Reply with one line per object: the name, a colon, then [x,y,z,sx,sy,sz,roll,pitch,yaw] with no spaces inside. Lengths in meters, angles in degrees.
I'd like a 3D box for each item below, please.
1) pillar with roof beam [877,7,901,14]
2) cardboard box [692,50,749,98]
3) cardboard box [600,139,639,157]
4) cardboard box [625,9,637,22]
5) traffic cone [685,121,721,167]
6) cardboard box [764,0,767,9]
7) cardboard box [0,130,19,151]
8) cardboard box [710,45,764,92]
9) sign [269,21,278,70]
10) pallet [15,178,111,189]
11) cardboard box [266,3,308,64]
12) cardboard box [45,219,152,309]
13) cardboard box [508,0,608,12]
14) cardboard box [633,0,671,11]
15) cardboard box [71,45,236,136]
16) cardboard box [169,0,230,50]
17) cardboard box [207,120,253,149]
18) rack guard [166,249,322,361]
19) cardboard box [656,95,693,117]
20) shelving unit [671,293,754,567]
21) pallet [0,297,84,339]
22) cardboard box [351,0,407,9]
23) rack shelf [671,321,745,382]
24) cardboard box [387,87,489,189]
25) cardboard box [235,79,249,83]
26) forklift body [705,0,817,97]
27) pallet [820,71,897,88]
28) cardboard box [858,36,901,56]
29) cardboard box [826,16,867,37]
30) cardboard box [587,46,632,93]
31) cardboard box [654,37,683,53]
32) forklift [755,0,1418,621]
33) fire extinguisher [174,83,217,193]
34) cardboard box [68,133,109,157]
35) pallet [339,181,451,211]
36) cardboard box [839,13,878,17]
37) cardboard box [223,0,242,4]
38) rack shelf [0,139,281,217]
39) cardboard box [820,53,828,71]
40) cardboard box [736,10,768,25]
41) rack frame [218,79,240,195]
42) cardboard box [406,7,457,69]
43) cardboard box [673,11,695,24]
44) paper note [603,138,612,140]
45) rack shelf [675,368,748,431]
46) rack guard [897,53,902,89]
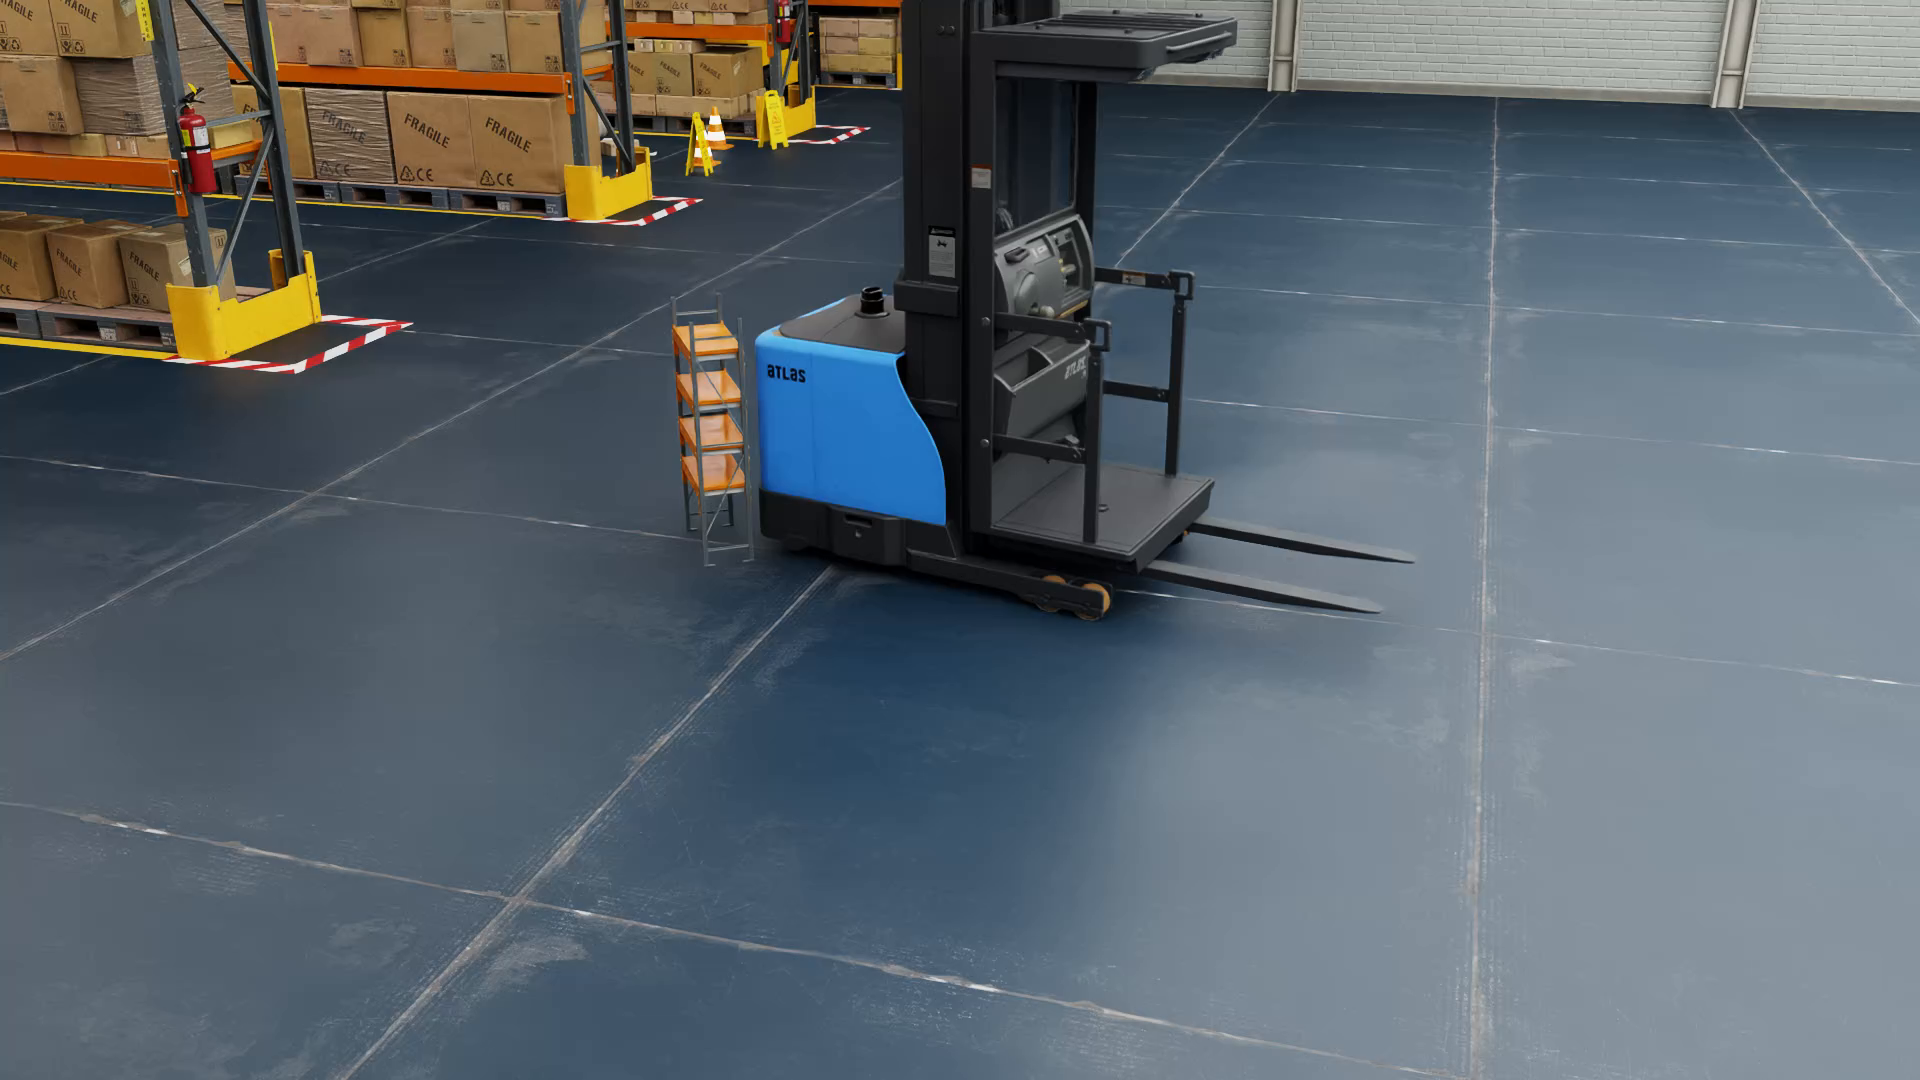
pillar with roof beam: [-2.283,-9.830,20.377,0.400,9.000,9.100,7,23,16]
cardboard box: [-2.906,-5.673,20.229,0.500,0.500,0.500,7,23,16]
cardboard box: [-3.901,-4.502,19.048,0.380,0.149,0.250,-20,29,-39]
cardboard box: [-3.941,-6.433,20.330,0.250,0.149,0.380,7,23,16]
traffic cone: [-2.843,-4.375,18.326,0.334,0.463,0.336,7,23,16]
cardboard box: [-2.437,-6.747,20.243,0.500,0.500,0.500,6,23,15]
cardboard box: [-6.460,-2.781,11.429,0.250,0.149,0.380,7,23,16]
cardboard box: [-2.779,-5.871,20.713,0.500,0.500,0.500,6,23,14]
sign: [-4.769,-3.408,11.485,0.005,0.325,0.100,7,23,16]
pallet: [-9.158,-3.940,17.597,1.213,0.211,1.003,7,23,16]
cardboard box: [-6.336,-5.021,16.360,0.550,0.550,0.875,7,23,16]
cardboard box: [-6.101,-1.976,11.874,0.500,0.500,0.500,13,26,29]
cardboard box: [-3.740,-5.225,15.435,0.550,0.550,0.875,7,23,16]
cardboard box: [-3.619,-6.667,20.047,0.500,0.500,0.500,6,23,15]
cardboard box: [-5.445,-3.064,11.264,0.500,0.500,0.875,7,23,16]
cardboard box: [-5.374,-3.616,11.292,0.500,0.500,0.500,7,23,16]
cardboard box: [-5.130,-2.812,11.504,0.250,0.149,0.380,7,23,16]
rack guard: [-4.999,-1.662,11.663,0.348,0.500,1.175,7,23,16]
cardboard box: [-3.409,-5.384,20.512,0.500,0.250,0.500,7,23,16]
shelving unit: [-1.188,-0.529,7.978,0.258,1.200,0.503,-7,23,-17]
pallet: [-6.930,-1.765,12.294,1.213,0.211,1.003,7,23,16]
cardboard box: [-5.336,-5.373,15.797,0.500,0.550,0.875,7,23,16]
rack shelf: [-1.188,-0.892,7.829,0.258,0.148,0.480,-7,23,-17]
cardboard box: [-4.908,-3.959,16.214,0.875,0.875,0.875,6,23,15]
cardboard box: [-9.184,-6.201,22.344,0.625,0.372,0.950,5,23,12]
forklift body: [-2.976,-7.367,23.396,1.214,2.155,2.313,7,23,16]
pallet: [-1.377,-6.993,25.040,1.213,0.211,1.003,7,23,16]
cardboard box: [-1.189,-7.308,24.544,0.500,0.250,0.500,6,23,15]
cardboard box: [-1.655,-7.590,24.574,0.500,0.250,0.500,7,23,16]
cardboard box: [-4.394,-5.844,20.646,0.500,0.500,0.500,8,24,18]
cardboard box: [-3.516,-6.018,20.215,0.250,0.149,0.380,7,23,16]
forklift: [0.567,-1.226,7.396,3.031,2.935,1.130,11,25,25]
fire extinguisher: [-4.949,-2.595,10.745,0.183,0.674,0.296,7,23,16]
cardboard box: [-5.752,-2.687,11.198,0.250,0.149,0.380,7,23,16]
pallet: [-5.349,-3.505,16.536,1.213,0.211,1.003,7,23,15]
cardboard box: [-1.518,-7.774,25.023,0.500,0.250,0.500,7,23,16]
cardboard box: [-6.883,-5.556,16.241,0.550,0.550,0.875,7,23,16]
rack shelf: [-6.841,-2.697,11.840,4.000,0.370,1.077,7,23,16]
cardboard box: [-2.124,-7.190,24.915,0.500,0.250,0.500,7,23,16]
cardboard box: [-2.483,-6.258,19.905,0.250,0.149,0.380,7,23,17]
rack frame: [-7.226,-5.040,16.604,0.127,3.000,1.000,7,23,16]
cardboard box: [-4.797,-4.854,15.954,0.550,0.550,0.875,7,23,16]
cardboard box: [-3.252,-6.298,20.003,0.250,0.149,0.380,7,23,16]
paper note: [-4.220,-4.834,20.015,0.148,0.019,0.142,-1,22,-3]
rack shelf: [-1.188,-0.674,7.919,0.258,0.148,0.480,-7,23,-17]
rack guard: [-0.610,-7.056,24.812,0.348,0.500,1.175,7,23,16]
